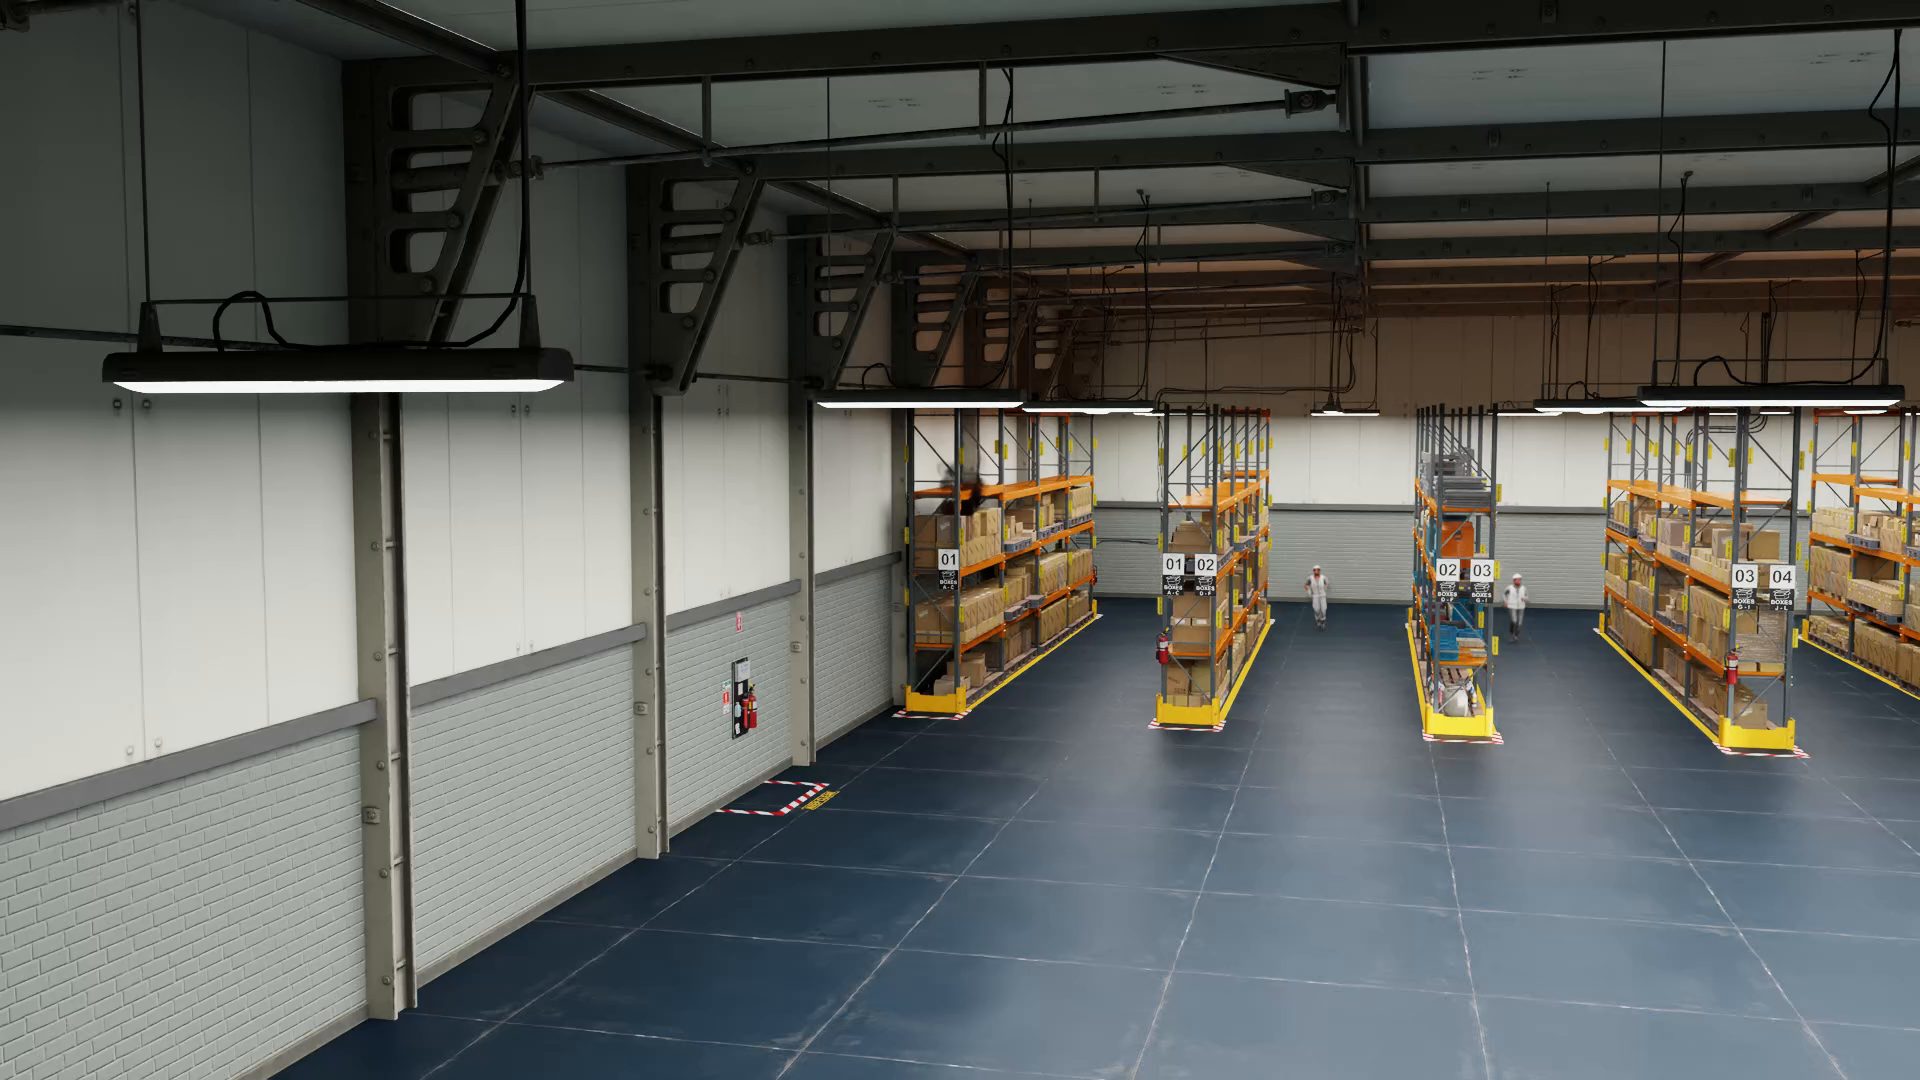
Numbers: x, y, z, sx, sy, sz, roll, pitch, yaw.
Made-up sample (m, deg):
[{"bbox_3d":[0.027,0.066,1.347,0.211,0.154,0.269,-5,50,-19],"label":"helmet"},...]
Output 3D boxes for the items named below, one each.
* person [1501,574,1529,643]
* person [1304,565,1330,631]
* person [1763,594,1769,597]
[{"bbox_3d":[14.201,1.751,42.456,0.634,1.772,0.694,0,4,2],"label":"person"},{"bbox_3d":[9.659,1.580,44.930,0.641,1.796,0.701,0,4,3],"label":"person"},{"bbox_3d":[20.390,1.803,41.917,0.611,1.717,0.869,1,4,17],"label":"person"}]
